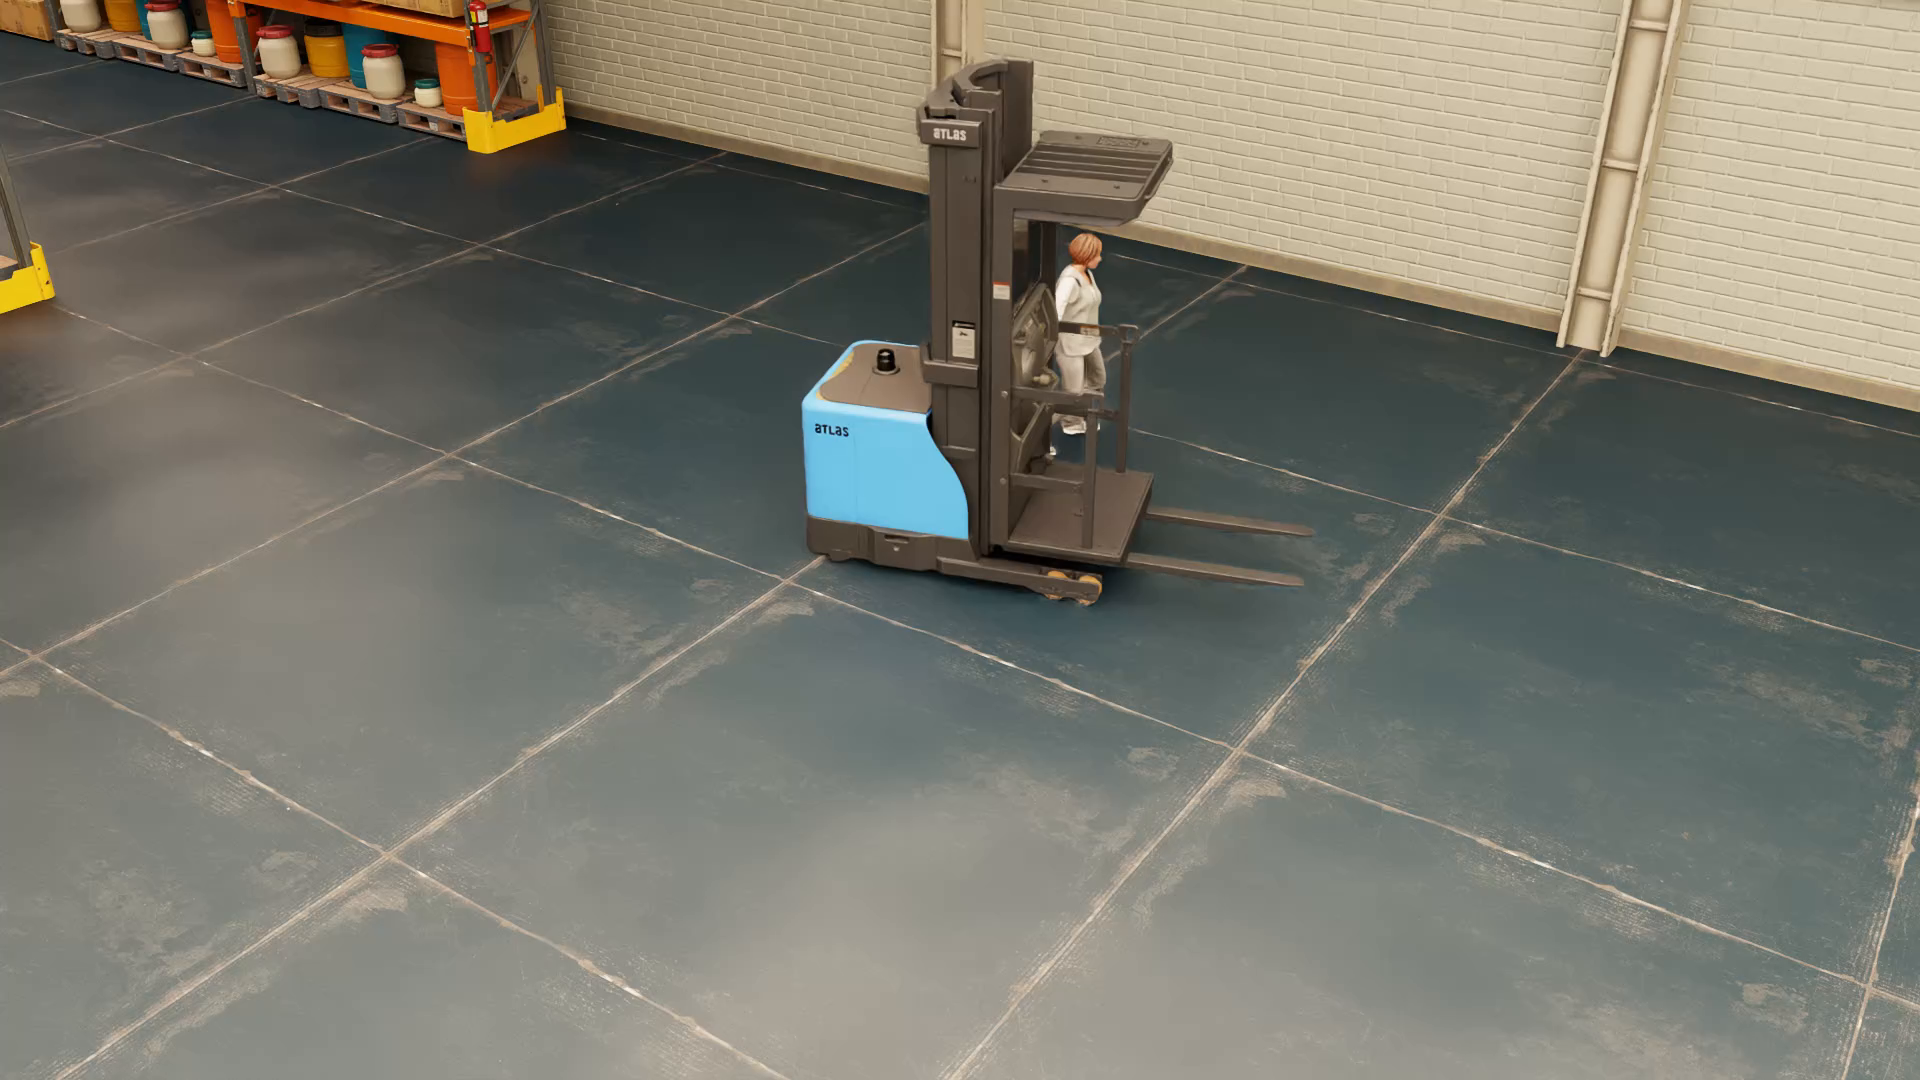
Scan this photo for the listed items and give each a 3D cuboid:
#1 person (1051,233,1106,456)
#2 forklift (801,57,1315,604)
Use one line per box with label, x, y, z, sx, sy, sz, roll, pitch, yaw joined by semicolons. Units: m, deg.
person;0.700;-1.314;11.230;0.442;1.532;0.743;14;33;23
forklift;0.622;-1.185;9.621;3.031;2.935;1.130;8;31;14
